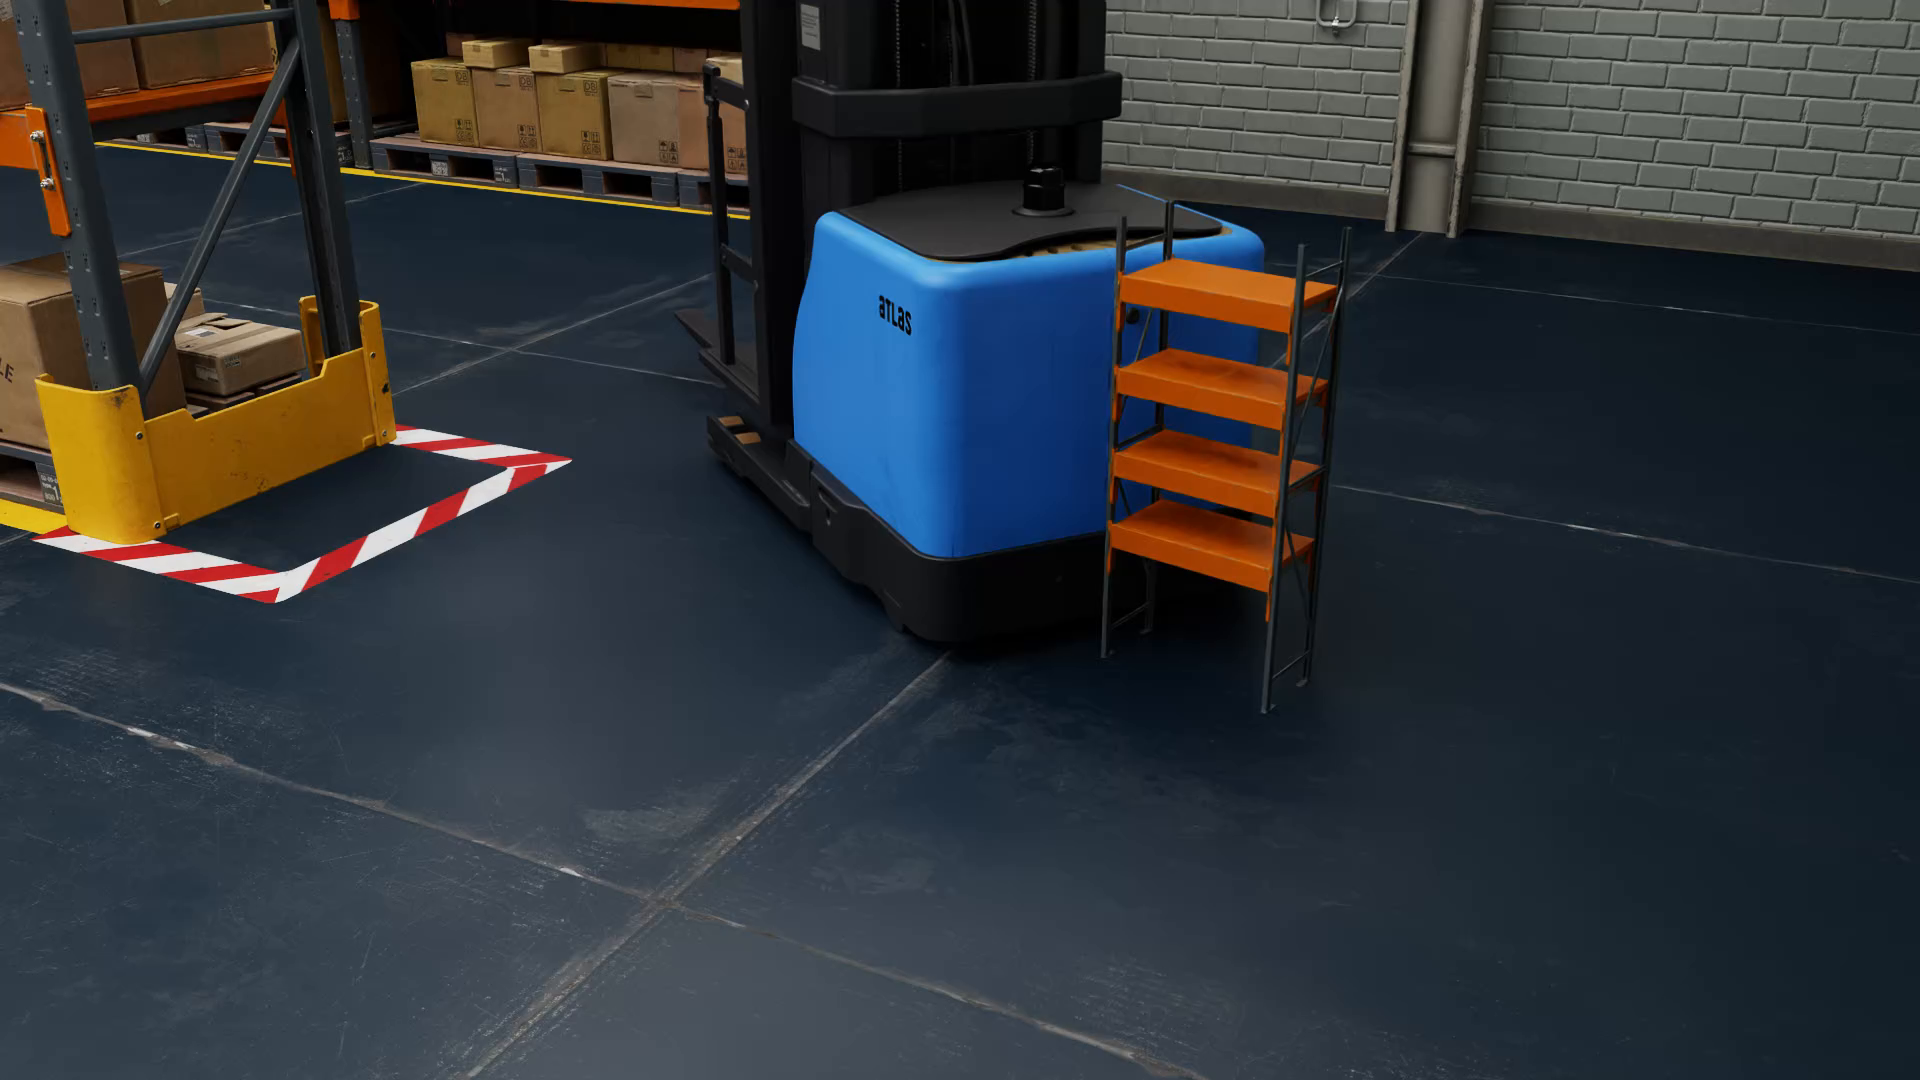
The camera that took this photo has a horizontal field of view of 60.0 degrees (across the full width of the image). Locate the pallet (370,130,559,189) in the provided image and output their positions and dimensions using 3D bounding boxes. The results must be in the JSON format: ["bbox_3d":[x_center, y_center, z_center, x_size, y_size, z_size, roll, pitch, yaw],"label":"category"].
[{"bbox_3d":[-3.098,-2.569,11.021,1.213,0.211,1.003,11,25,25],"label":"pallet"}]

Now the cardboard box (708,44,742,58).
[{"bbox_3d":[-1.316,-2.919,10.109,0.250,0.149,0.380,11,26,25],"label":"cardboard box"}]

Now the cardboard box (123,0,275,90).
[{"bbox_3d":[-2.681,-1.793,5.505,0.500,0.500,0.500,12,26,26],"label":"cardboard box"}]

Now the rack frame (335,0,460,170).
[{"bbox_3d":[-3.742,-4.014,10.855,0.127,3.000,1.000,11,25,25],"label":"rack frame"}]

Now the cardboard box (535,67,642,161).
[{"bbox_3d":[-2.217,-2.707,10.441,0.500,0.500,0.700,12,26,26],"label":"cardboard box"}]

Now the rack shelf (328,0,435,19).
[{"bbox_3d":[-5.527,-4.036,11.826,4.000,0.370,1.077,11,25,25],"label":"rack shelf"}]

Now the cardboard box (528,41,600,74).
[{"bbox_3d":[-2.431,-2.971,10.232,0.250,0.149,0.380,10,25,23],"label":"cardboard box"}]

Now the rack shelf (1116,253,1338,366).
[{"bbox_3d":[0.651,-0.568,4.048,0.480,0.148,0.258,17,29,35],"label":"rack shelf"}]

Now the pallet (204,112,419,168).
[{"bbox_3d":[-4.464,-2.840,11.659,1.213,0.211,1.003,11,25,25],"label":"pallet"}]

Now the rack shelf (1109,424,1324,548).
[{"bbox_3d":[0.651,-0.145,4.229,0.480,0.148,0.258,17,29,35],"label":"rack shelf"}]

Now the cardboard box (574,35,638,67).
[{"bbox_3d":[-2.229,-3.099,10.532,0.250,0.149,0.380,11,26,25],"label":"cardboard box"}]

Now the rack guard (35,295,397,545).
[{"bbox_3d":[-2.472,-0.440,5.645,0.348,0.500,1.175,11,25,25],"label":"rack guard"}]

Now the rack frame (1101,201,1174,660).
[{"bbox_3d":[0.460,-0.266,4.342,0.015,1.200,0.240,17,29,35],"label":"rack frame"}]

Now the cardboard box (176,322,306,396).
[{"bbox_3d":[-2.622,-0.661,6.052,0.250,0.149,0.380,11,25,25],"label":"cardboard box"}]

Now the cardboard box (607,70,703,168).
[{"bbox_3d":[-1.738,-2.616,10.225,0.500,0.500,0.700,10,25,23],"label":"cardboard box"}]

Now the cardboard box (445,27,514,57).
[{"bbox_3d":[-3.160,-3.282,10.963,0.250,0.149,0.380,11,25,24],"label":"cardboard box"}]

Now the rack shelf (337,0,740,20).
[{"bbox_3d":[-1.957,-3.329,10.165,4.000,0.370,1.077,11,25,25],"label":"rack shelf"}]

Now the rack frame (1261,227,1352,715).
[{"bbox_3d":[0.842,-0.147,4.063,0.015,1.200,0.240,17,29,35],"label":"rack frame"}]

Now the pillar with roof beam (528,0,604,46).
[{"bbox_3d":[-4.669,-5.449,6.565,0.400,9.000,9.100,11,25,25],"label":"pillar with roof beam"}]

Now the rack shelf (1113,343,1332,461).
[{"bbox_3d":[0.651,-0.350,4.141,0.480,0.148,0.258,17,29,35],"label":"rack shelf"}]

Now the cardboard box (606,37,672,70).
[{"bbox_3d":[-1.998,-3.053,10.425,0.250,0.149,0.380,11,25,24],"label":"cardboard box"}]

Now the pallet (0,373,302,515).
[{"bbox_3d":[-3.183,-0.447,6.032,1.213,0.211,1.003,11,25,25],"label":"pallet"}]

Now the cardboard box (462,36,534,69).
[{"bbox_3d":[-2.897,-3.063,10.448,0.250,0.149,0.380,12,26,26],"label":"cardboard box"}]

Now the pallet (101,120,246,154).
[{"bbox_3d":[-5.557,-3.055,12.164,1.213,0.211,1.003,11,25,25],"label":"pallet"}]

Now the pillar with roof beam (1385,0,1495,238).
[{"bbox_3d":[0.685,-4.390,4.074,0.400,9.000,9.100,11,25,25],"label":"pillar with roof beam"}]

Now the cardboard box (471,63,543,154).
[{"bbox_3d":[-2.674,-2.799,10.656,0.500,0.500,0.700,11,25,24],"label":"cardboard box"}]

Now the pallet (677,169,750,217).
[{"bbox_3d":[-0.921,-2.138,10.007,1.213,0.211,1.003,11,25,25],"label":"pallet"}]

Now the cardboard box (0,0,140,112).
[{"bbox_3d":[-2.926,-1.607,5.067,0.500,0.500,0.500,12,26,26],"label":"cardboard box"}]

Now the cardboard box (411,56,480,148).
[{"bbox_3d":[-3.121,-2.889,10.867,0.500,0.500,0.700,12,26,25],"label":"cardboard box"}]

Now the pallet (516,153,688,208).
[{"bbox_3d":[-2.006,-2.354,10.515,1.213,0.211,1.003,11,25,25],"label":"pallet"}]

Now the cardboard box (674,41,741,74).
[{"bbox_3d":[-1.543,-2.963,10.214,0.250,0.149,0.380,12,26,25],"label":"cardboard box"}]

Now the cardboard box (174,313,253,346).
[{"bbox_3d":[-2.845,-0.713,6.152,0.250,0.166,0.380,11,25,25],"label":"cardboard box"}]

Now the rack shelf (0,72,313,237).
[{"bbox_3d":[-4.189,-1.599,6.095,4.000,0.370,1.077,11,25,25],"label":"rack shelf"}]

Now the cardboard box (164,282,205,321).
[{"bbox_3d":[-3.207,-0.797,6.243,0.500,0.250,0.500,11,25,25],"label":"cardboard box"}]

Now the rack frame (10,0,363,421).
[{"bbox_3d":[-2.404,-1.577,5.124,0.127,3.000,1.000,11,25,25],"label":"rack frame"}]

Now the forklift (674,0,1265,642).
[{"bbox_3d":[-0.244,-1.619,5.312,1.130,2.935,3.031,-10,25,-23],"label":"forklift"}]

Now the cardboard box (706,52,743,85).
[{"bbox_3d":[-1.267,-2.741,9.692,0.250,0.149,0.380,12,26,26],"label":"cardboard box"}]

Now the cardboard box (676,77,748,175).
[{"bbox_3d":[-1.288,-2.527,10.017,0.500,0.500,0.700,11,25,24],"label":"cardboard box"}]

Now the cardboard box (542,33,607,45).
[{"bbox_3d":[-2.454,-3.143,10.637,0.250,0.149,0.380,10,25,23],"label":"cardboard box"}]

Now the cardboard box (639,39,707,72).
[{"bbox_3d":[-1.772,-3.008,10.320,0.250,0.149,0.380,11,26,25],"label":"cardboard box"}]

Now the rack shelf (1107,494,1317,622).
[{"bbox_3d":[0.651,0.038,4.306,0.480,0.148,0.258,17,29,35],"label":"rack shelf"}]

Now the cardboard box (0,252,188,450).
[{"bbox_3d":[-3.000,-0.639,5.551,0.500,0.500,0.500,11,25,25],"label":"cardboard box"}]

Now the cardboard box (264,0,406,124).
[{"bbox_3d":[-4.380,-3.287,11.356,0.750,0.750,0.750,12,26,25],"label":"cardboard box"}]

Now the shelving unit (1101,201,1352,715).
[{"bbox_3d":[0.651,-0.206,4.202,0.503,1.200,0.258,17,29,35],"label":"shelving unit"}]

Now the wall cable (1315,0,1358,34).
[{"bbox_3d":[1.398,-3.879,9.240,1.851,1.984,0.084,11,25,25],"label":"wall cable"}]
